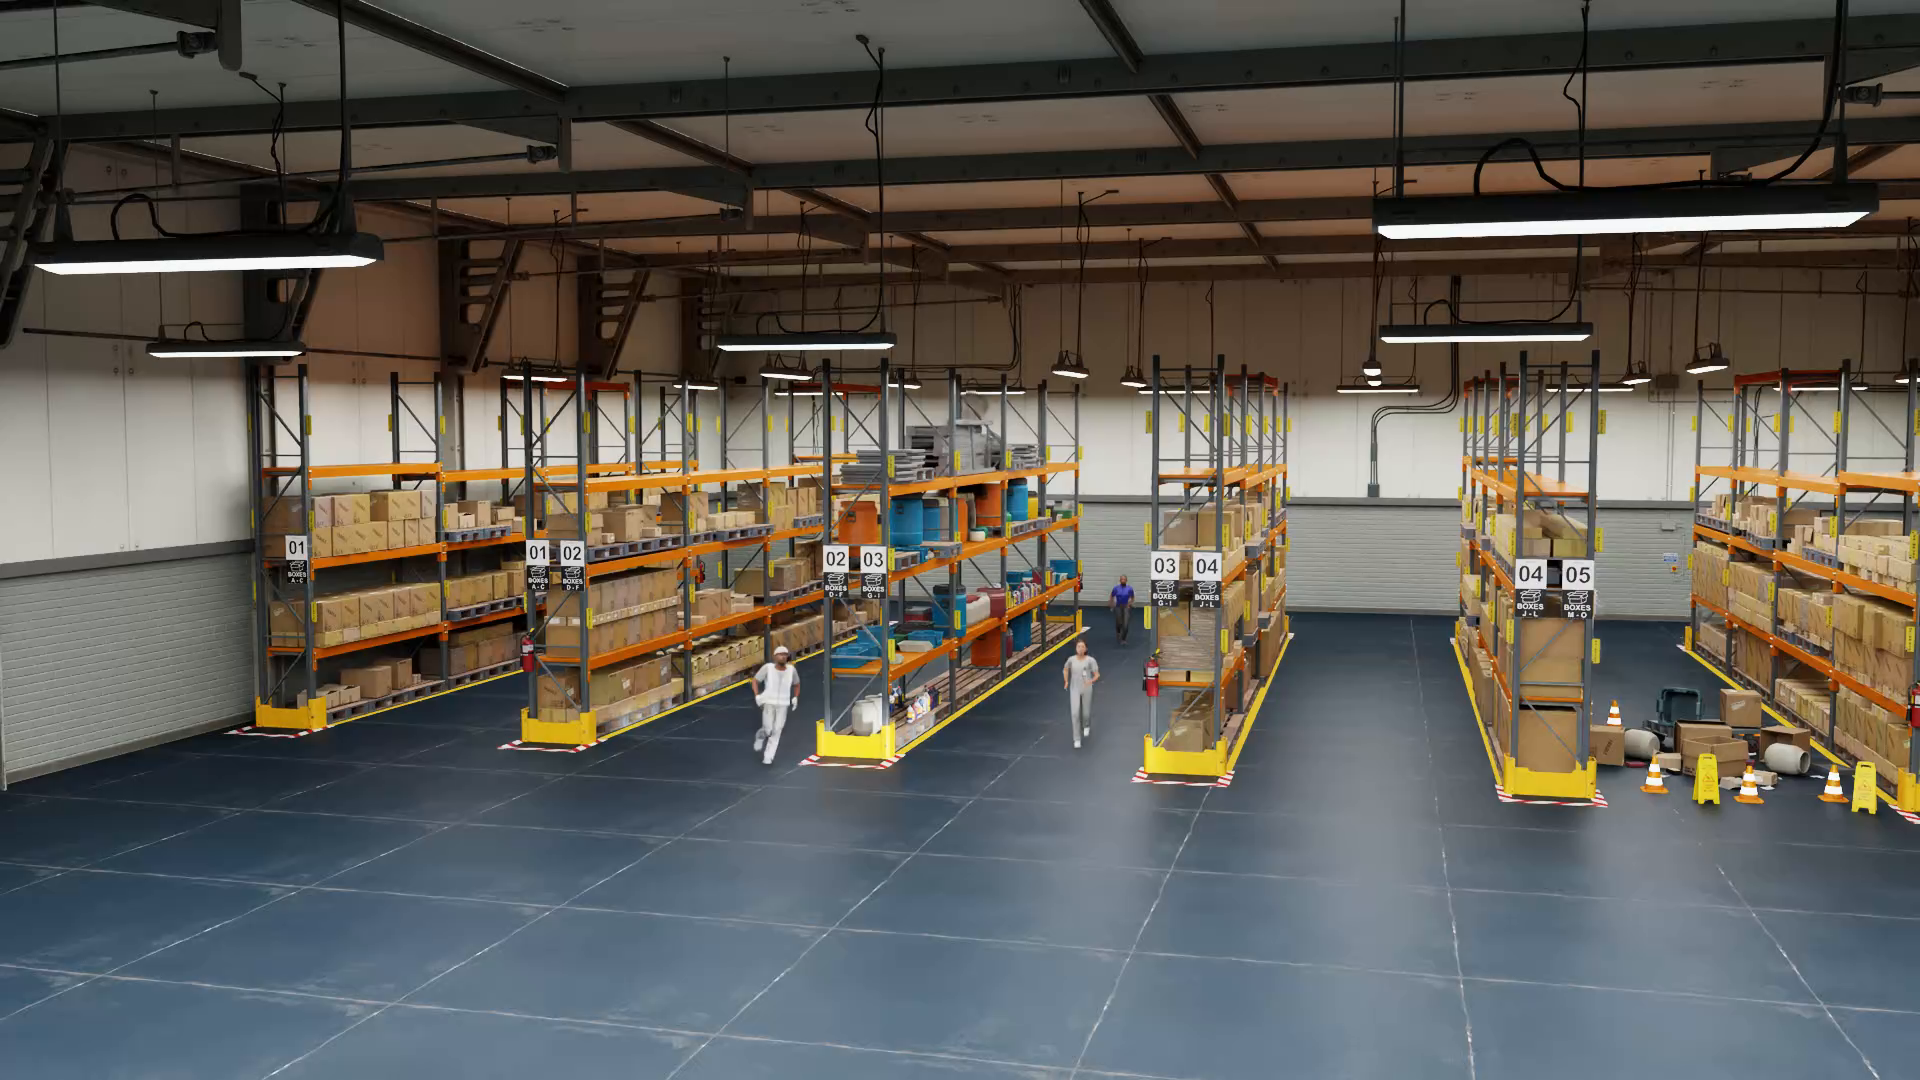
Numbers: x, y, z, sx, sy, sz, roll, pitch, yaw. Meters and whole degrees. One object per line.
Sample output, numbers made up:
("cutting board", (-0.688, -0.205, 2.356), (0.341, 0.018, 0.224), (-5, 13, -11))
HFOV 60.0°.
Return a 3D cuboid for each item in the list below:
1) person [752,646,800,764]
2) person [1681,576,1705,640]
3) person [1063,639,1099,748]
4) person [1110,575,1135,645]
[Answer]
("person", (-2.715, 2.439, 24.778), (0.727, 1.711, 0.660), (-1, 4, -18))
("person", (16.984, 1.541, 38.232), (0.874, 1.664, 0.649), (4, 5, 42))
("person", (1.890, 2.370, 26.034), (0.592, 1.647, 0.907), (1, 4, 11))
("person", (3.697, 1.593, 37.854), (0.562, 1.610, 0.589), (0, 4, 3))
